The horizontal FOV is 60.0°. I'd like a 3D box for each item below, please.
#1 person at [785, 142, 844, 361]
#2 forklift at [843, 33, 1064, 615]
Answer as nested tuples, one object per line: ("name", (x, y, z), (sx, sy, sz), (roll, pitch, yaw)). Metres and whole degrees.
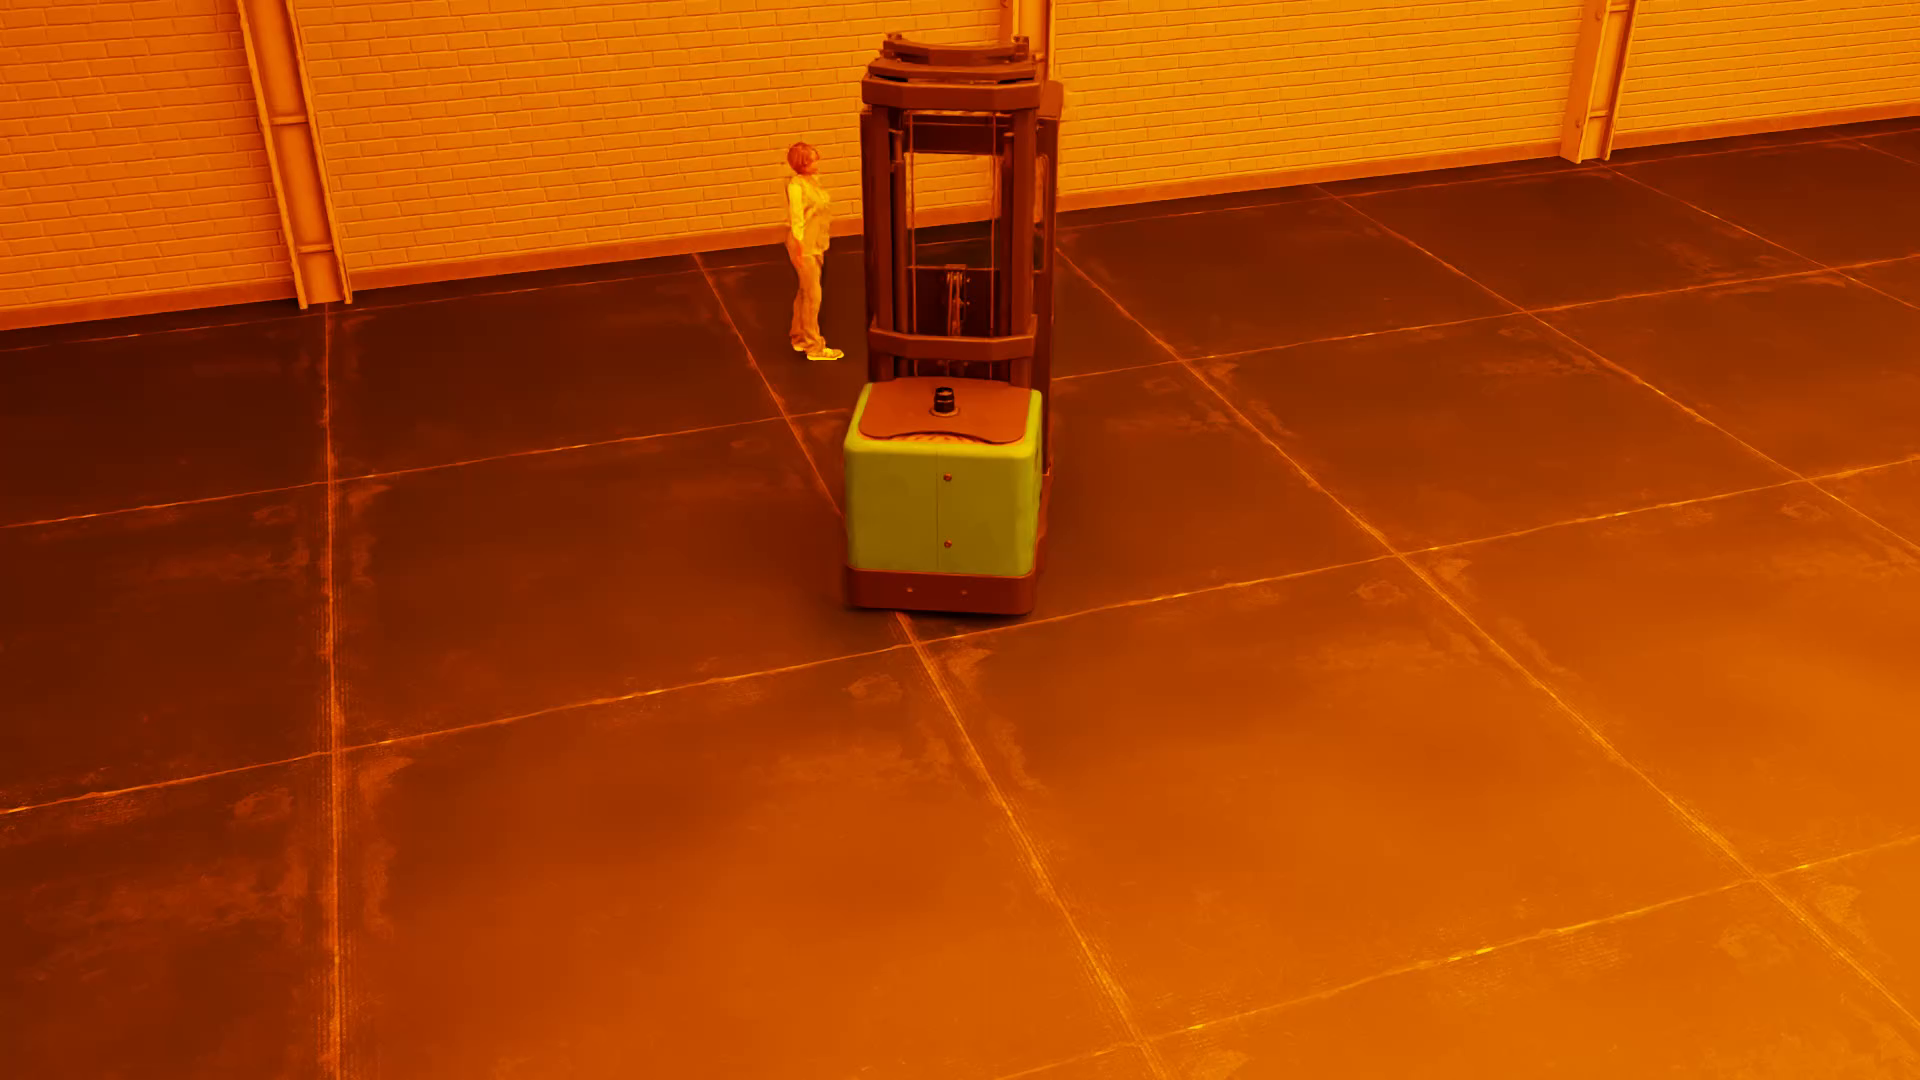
("person", (-1.060, -2.088, 12.069), (0.421, 1.585, 0.406), (6, 31, 11))
("forklift", (0.019, -1.566, 9.809), (1.130, 2.935, 3.031), (3, 30, 5))
